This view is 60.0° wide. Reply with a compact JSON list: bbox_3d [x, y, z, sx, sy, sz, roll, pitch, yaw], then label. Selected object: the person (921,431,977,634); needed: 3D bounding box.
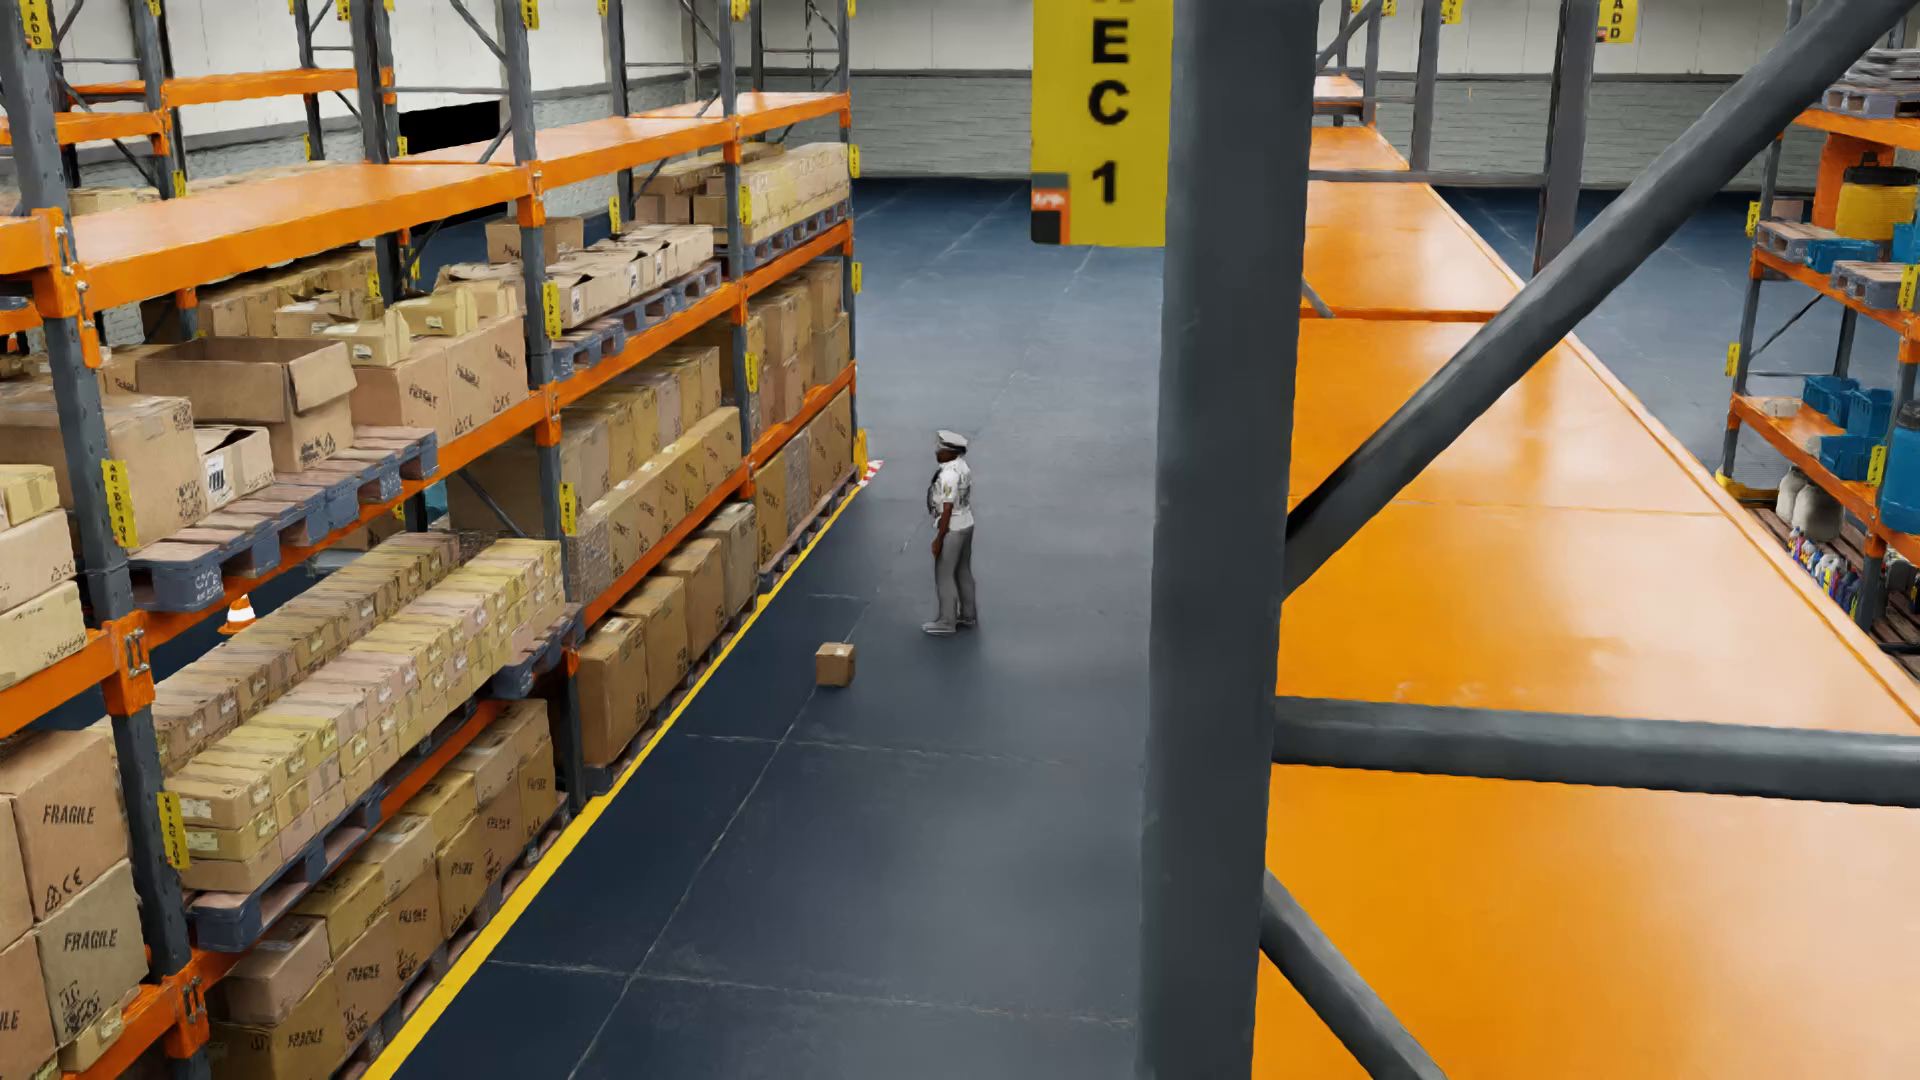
[{"bbox_3d":[-0.083,-0.072,13.614,0.389,1.680,0.536,6,19,18],"label":"person"}]
